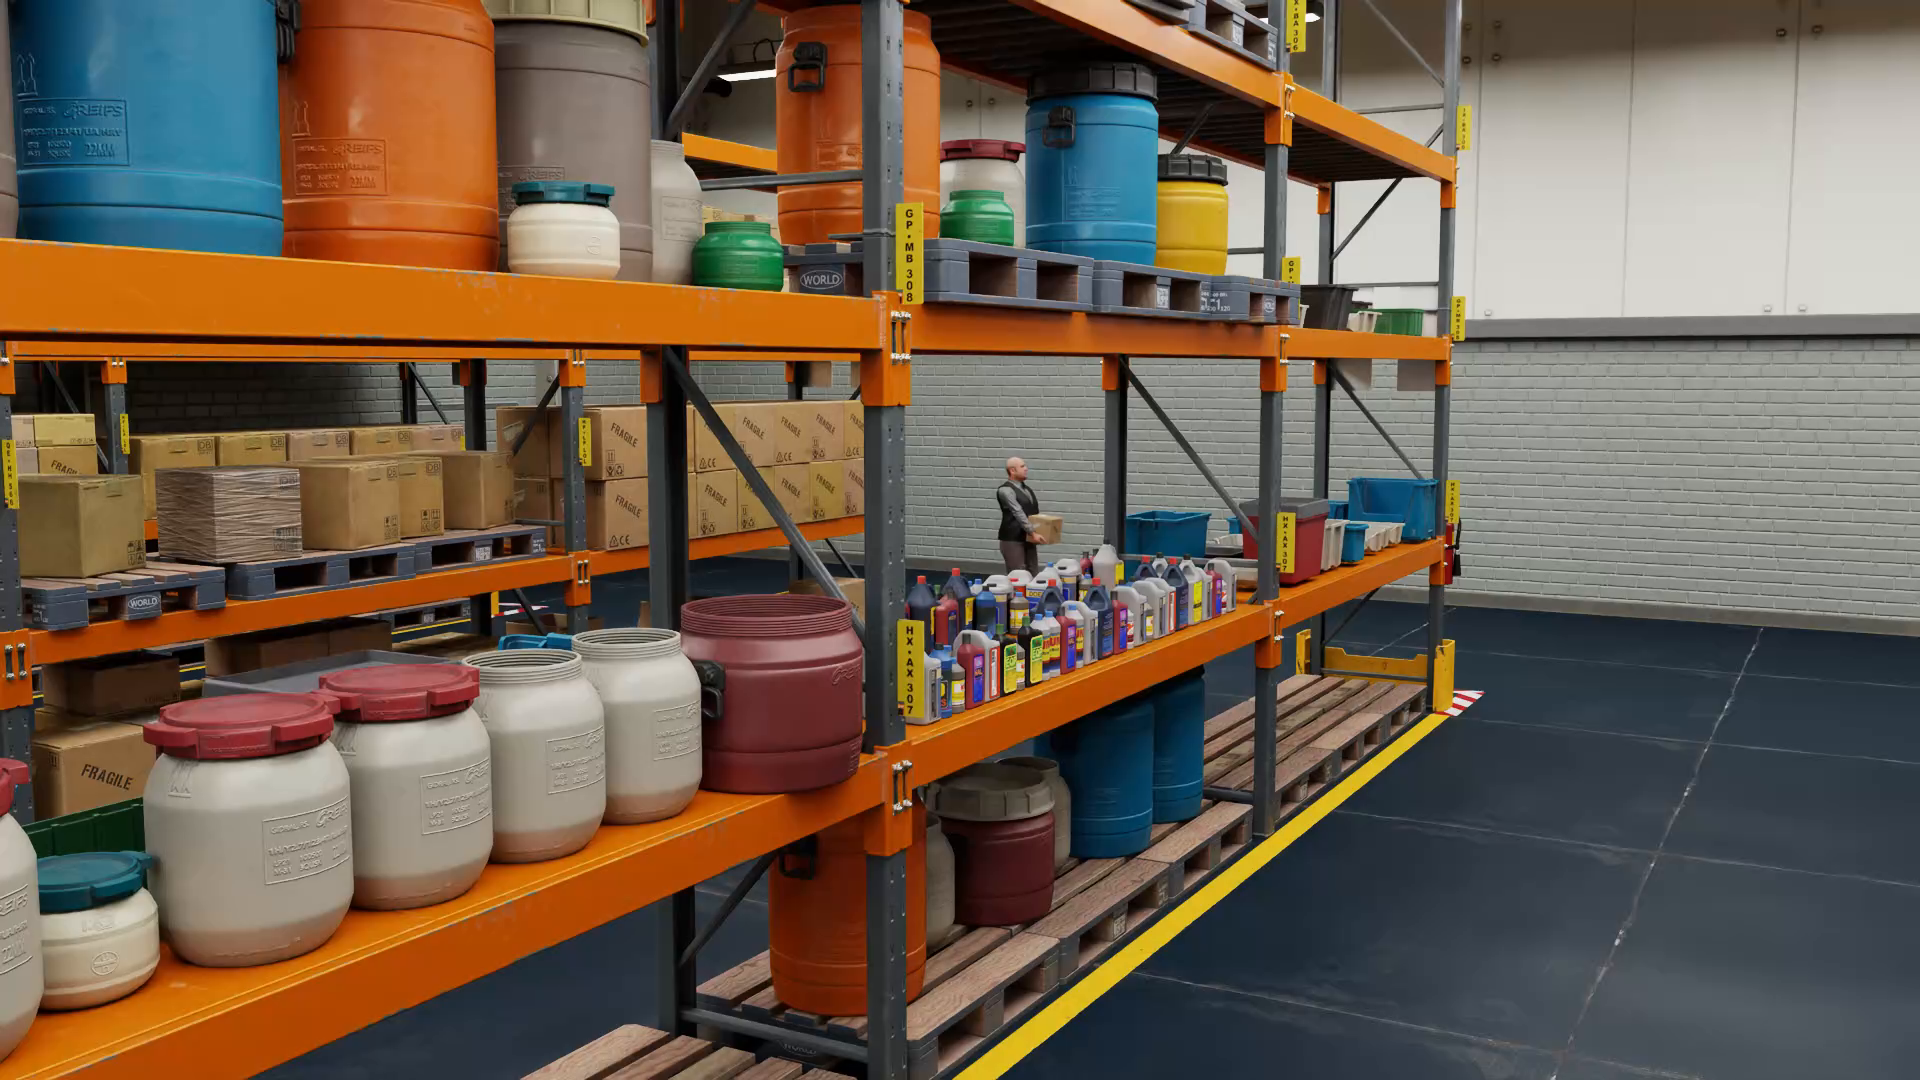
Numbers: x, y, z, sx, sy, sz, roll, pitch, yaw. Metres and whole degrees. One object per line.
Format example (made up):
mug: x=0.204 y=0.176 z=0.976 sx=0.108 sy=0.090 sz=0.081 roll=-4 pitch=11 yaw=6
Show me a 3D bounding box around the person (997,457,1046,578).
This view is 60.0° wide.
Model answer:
person: x=0.667 y=0.048 z=16.320 sx=0.550 sy=1.711 sz=0.494 roll=3 pitch=7 yaw=30
